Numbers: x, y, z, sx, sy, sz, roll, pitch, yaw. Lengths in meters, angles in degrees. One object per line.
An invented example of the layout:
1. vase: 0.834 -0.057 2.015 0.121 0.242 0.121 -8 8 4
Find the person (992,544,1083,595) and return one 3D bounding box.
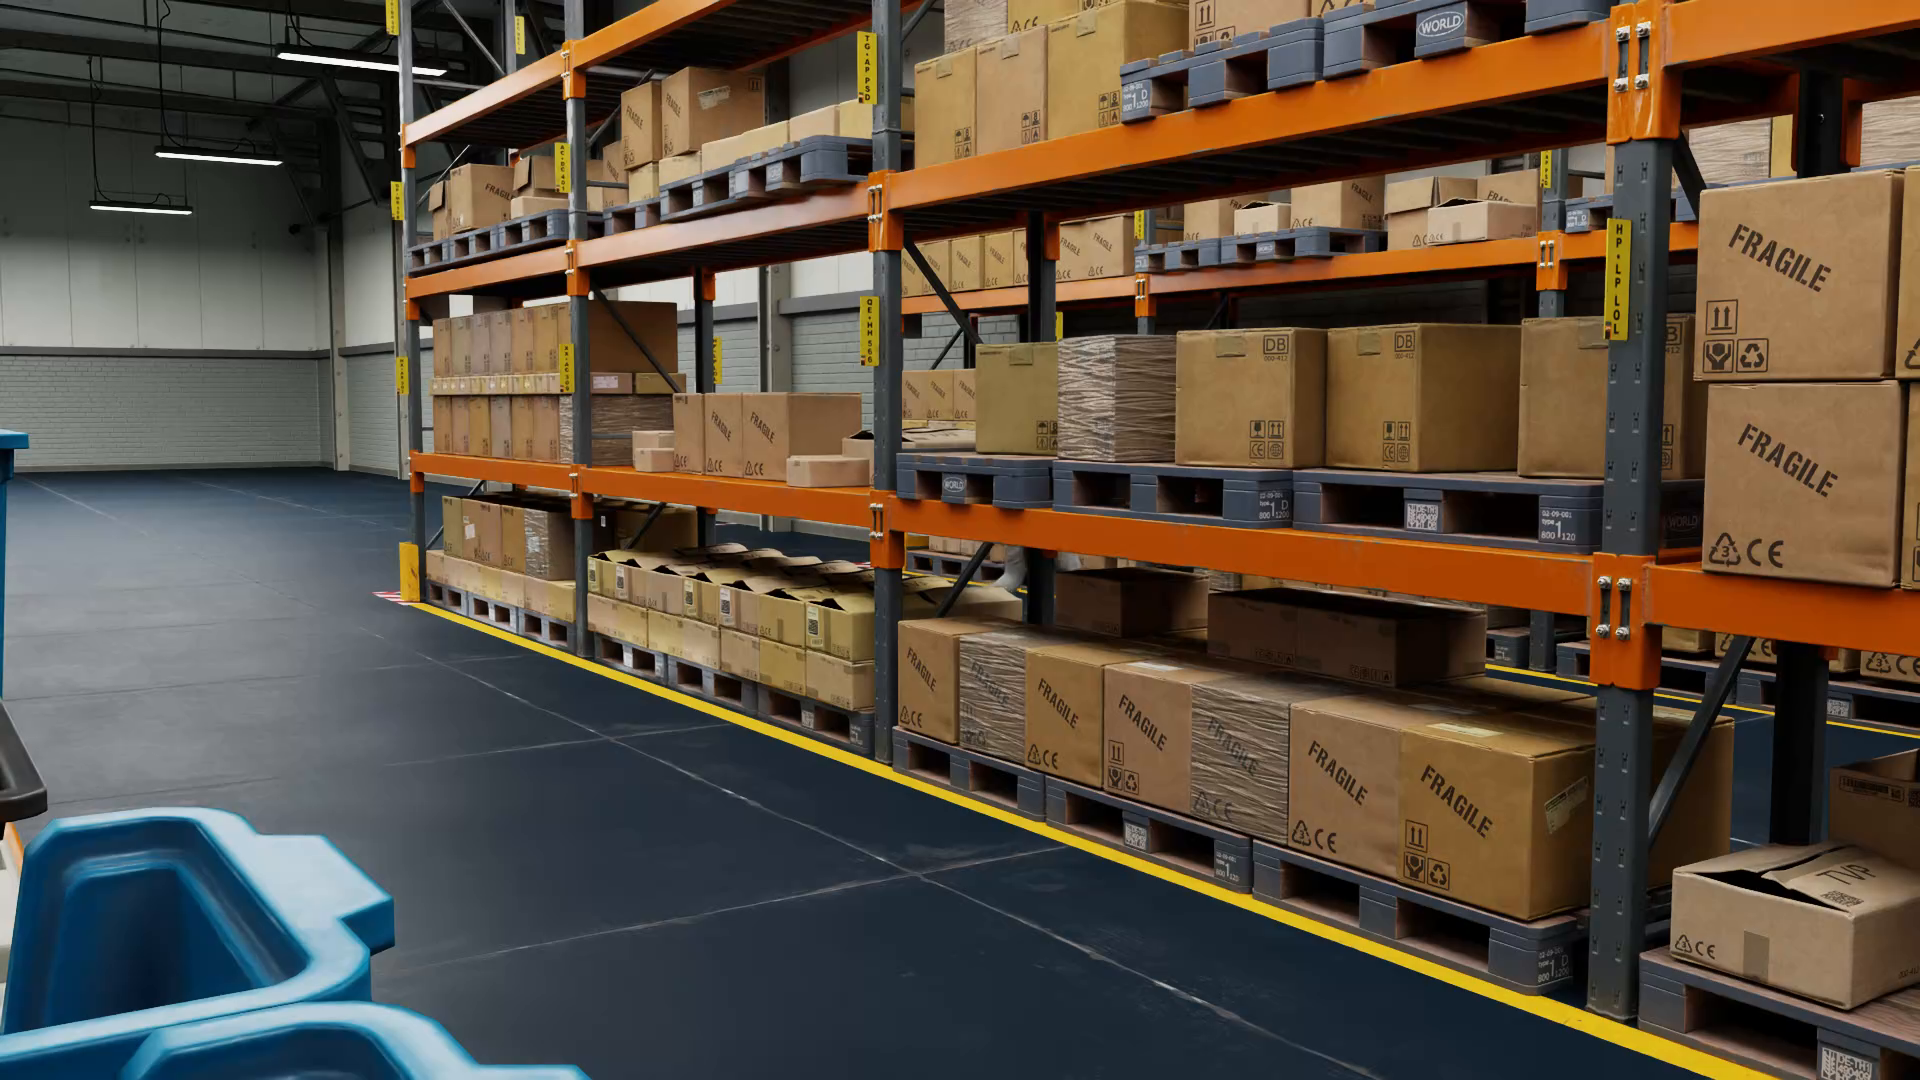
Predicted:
1. person: 0.615 -0.075 12.128 1.000 1.610 0.541 -4 6 -37
